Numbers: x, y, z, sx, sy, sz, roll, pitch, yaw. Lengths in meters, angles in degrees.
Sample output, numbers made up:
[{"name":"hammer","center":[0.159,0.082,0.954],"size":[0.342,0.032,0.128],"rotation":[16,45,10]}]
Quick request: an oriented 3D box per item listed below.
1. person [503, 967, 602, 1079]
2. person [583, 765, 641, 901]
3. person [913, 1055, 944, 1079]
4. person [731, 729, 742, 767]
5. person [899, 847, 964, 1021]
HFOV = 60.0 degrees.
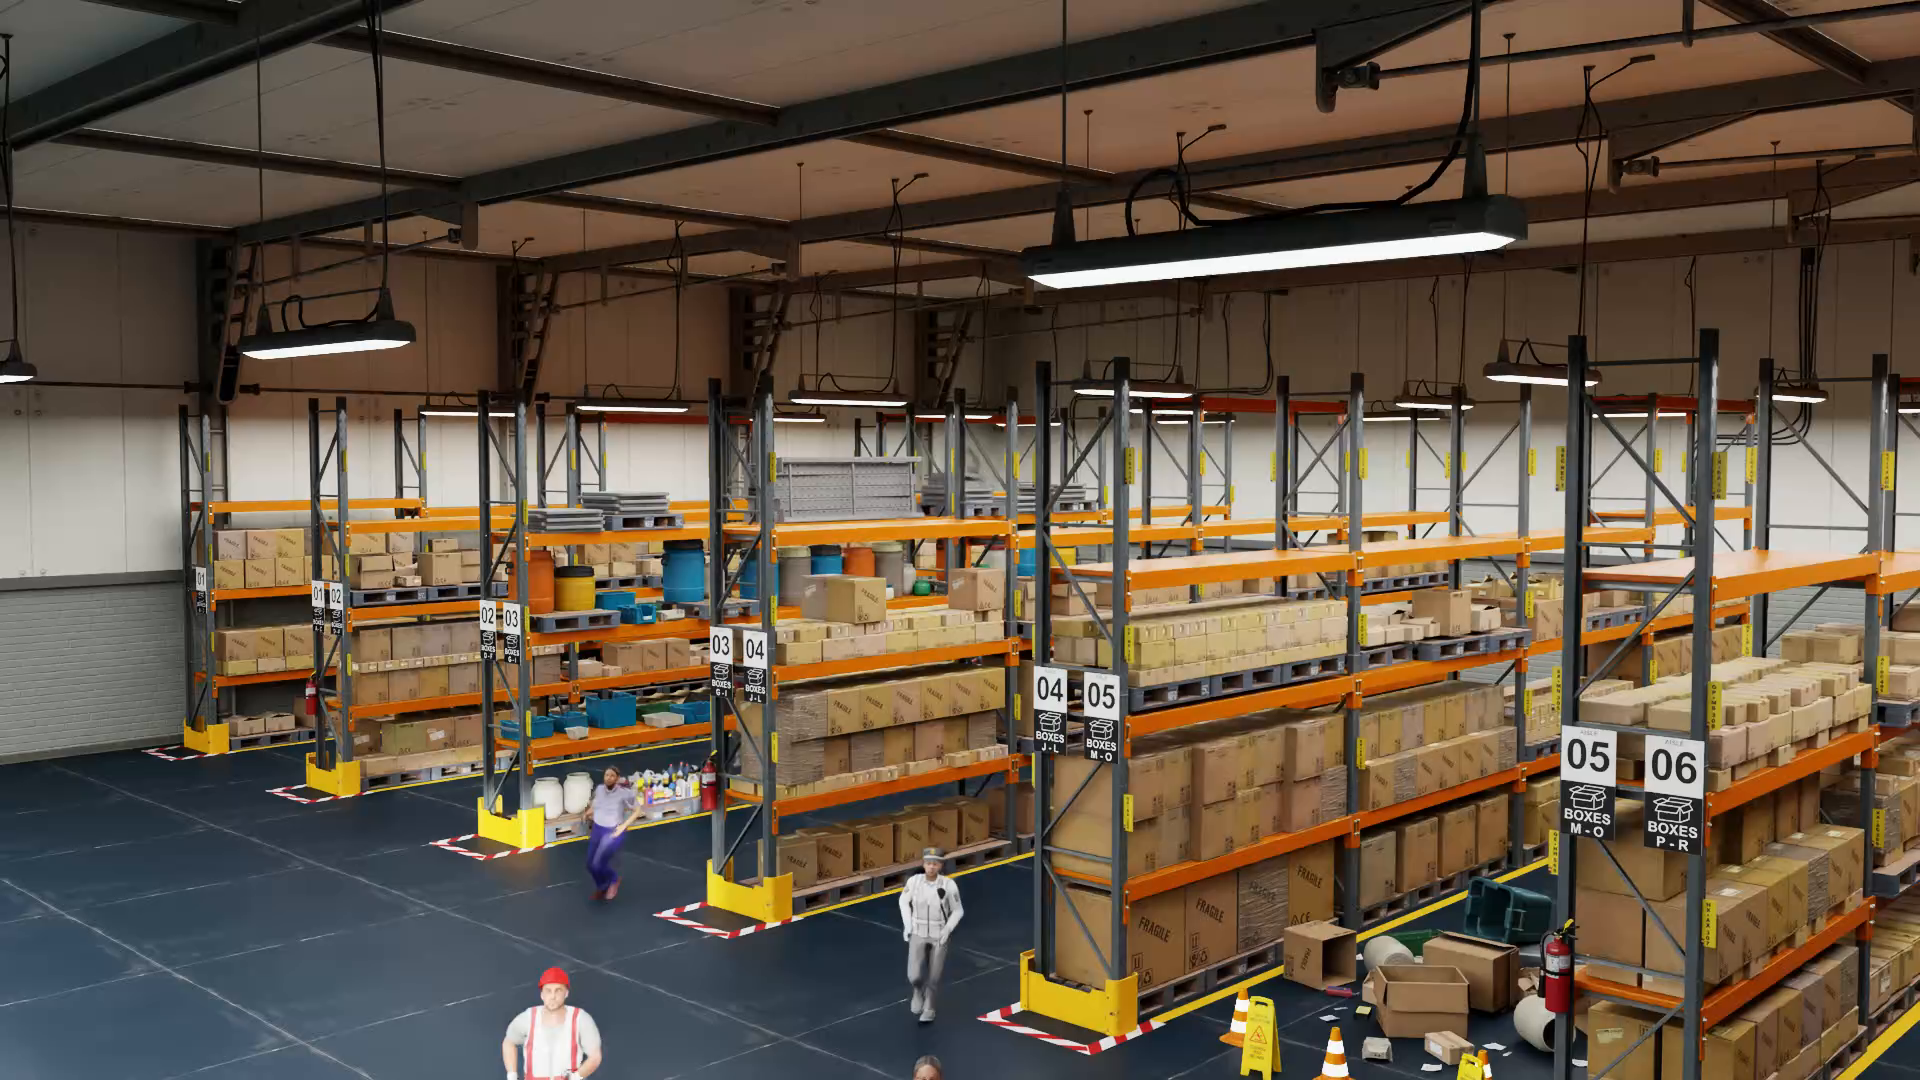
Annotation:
[{"name":"person","center":[-2.687,3.699,10.957],"size":[0.653,1.741,0.613],"rotation":[-1,3,-13]},{"name":"person","center":[-4.038,3.367,19.034],"size":[0.609,1.578,0.532],"rotation":[2,3,30]},{"name":"person","center":[-0.190,3.804,9.635],"size":[0.574,1.644,0.941],"rotation":[0,3,-3]},{"name":"person","center":[-3.484,2.841,27.456],"size":[0.671,1.827,0.755],"rotation":[2,4,38]},{"name":"person","center":[-0.270,3.558,14.962],"size":[0.602,1.634,0.543],"rotation":[0,3,6]}]
